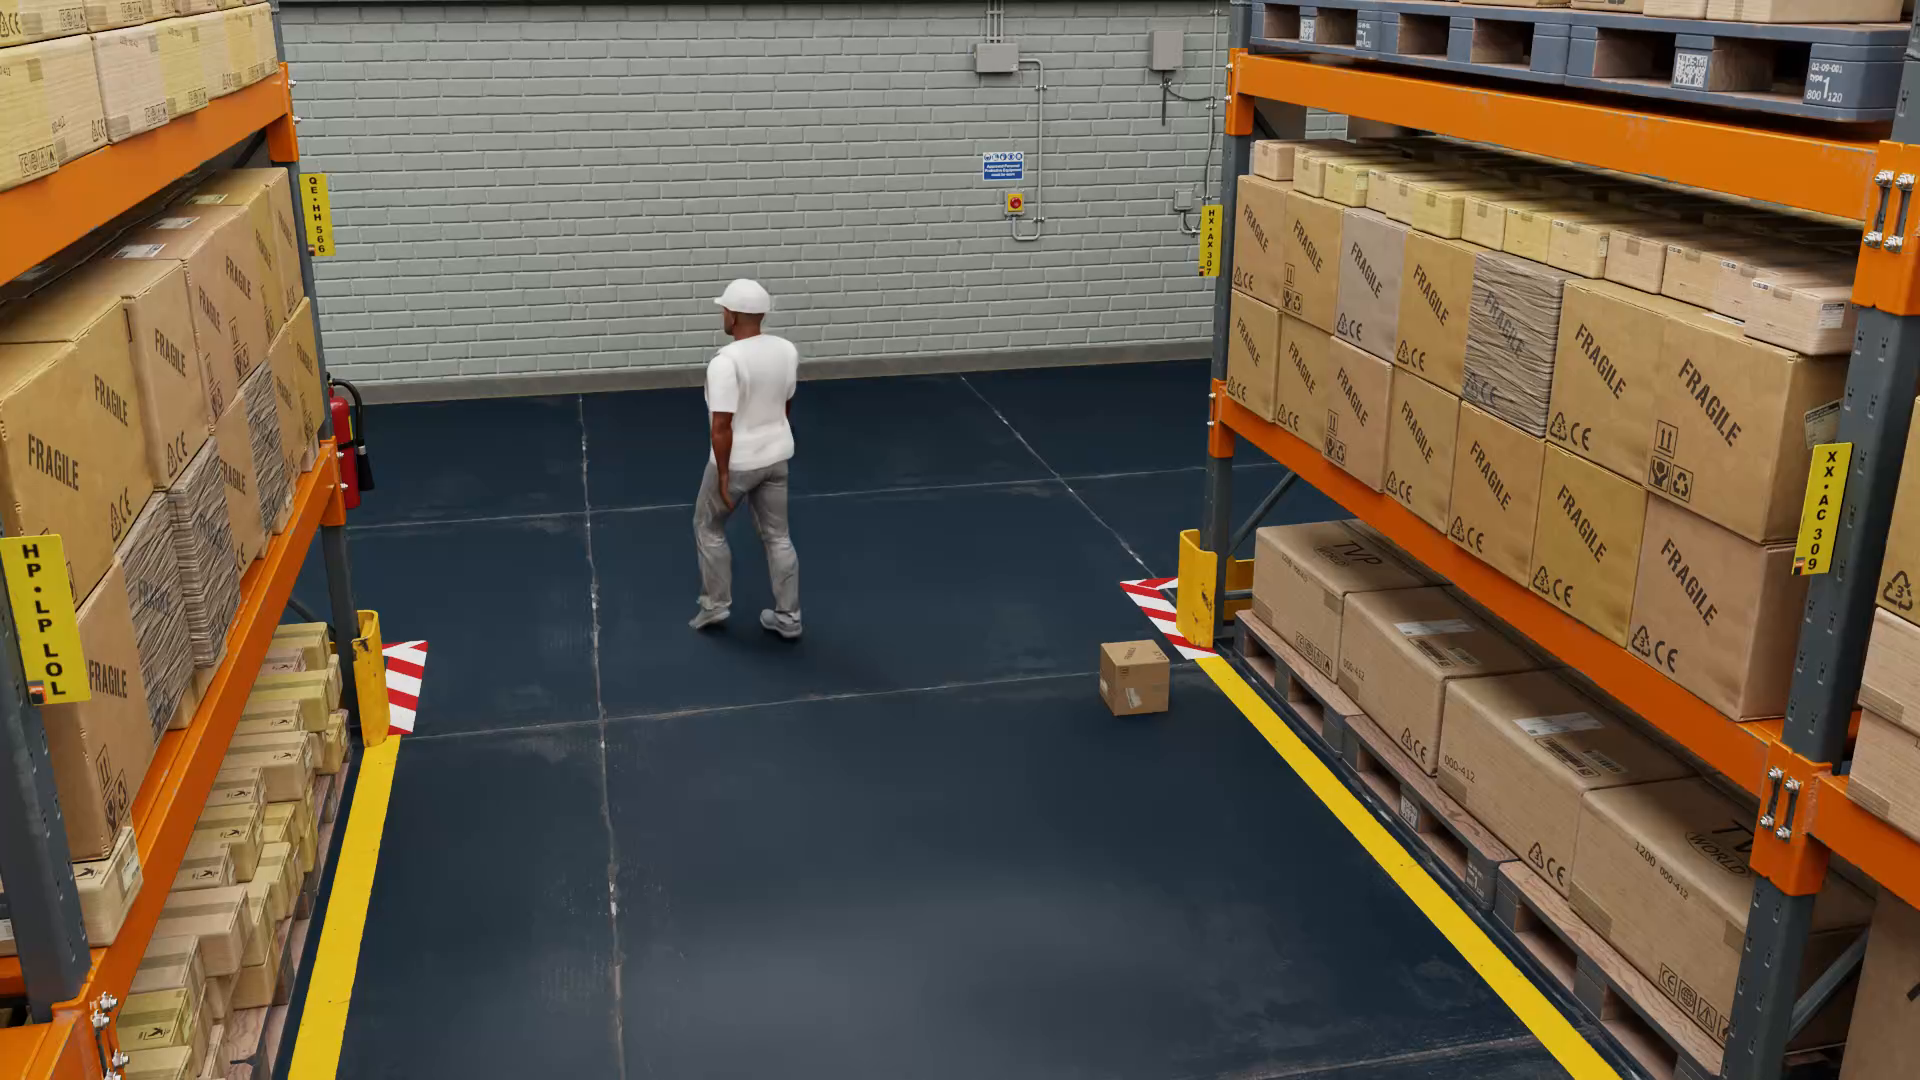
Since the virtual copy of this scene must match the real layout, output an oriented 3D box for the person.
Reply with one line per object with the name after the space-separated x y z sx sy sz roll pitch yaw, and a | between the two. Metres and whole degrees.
-1.041 -0.368 8.107 0.666 1.820 0.583 18 26 41 | person
